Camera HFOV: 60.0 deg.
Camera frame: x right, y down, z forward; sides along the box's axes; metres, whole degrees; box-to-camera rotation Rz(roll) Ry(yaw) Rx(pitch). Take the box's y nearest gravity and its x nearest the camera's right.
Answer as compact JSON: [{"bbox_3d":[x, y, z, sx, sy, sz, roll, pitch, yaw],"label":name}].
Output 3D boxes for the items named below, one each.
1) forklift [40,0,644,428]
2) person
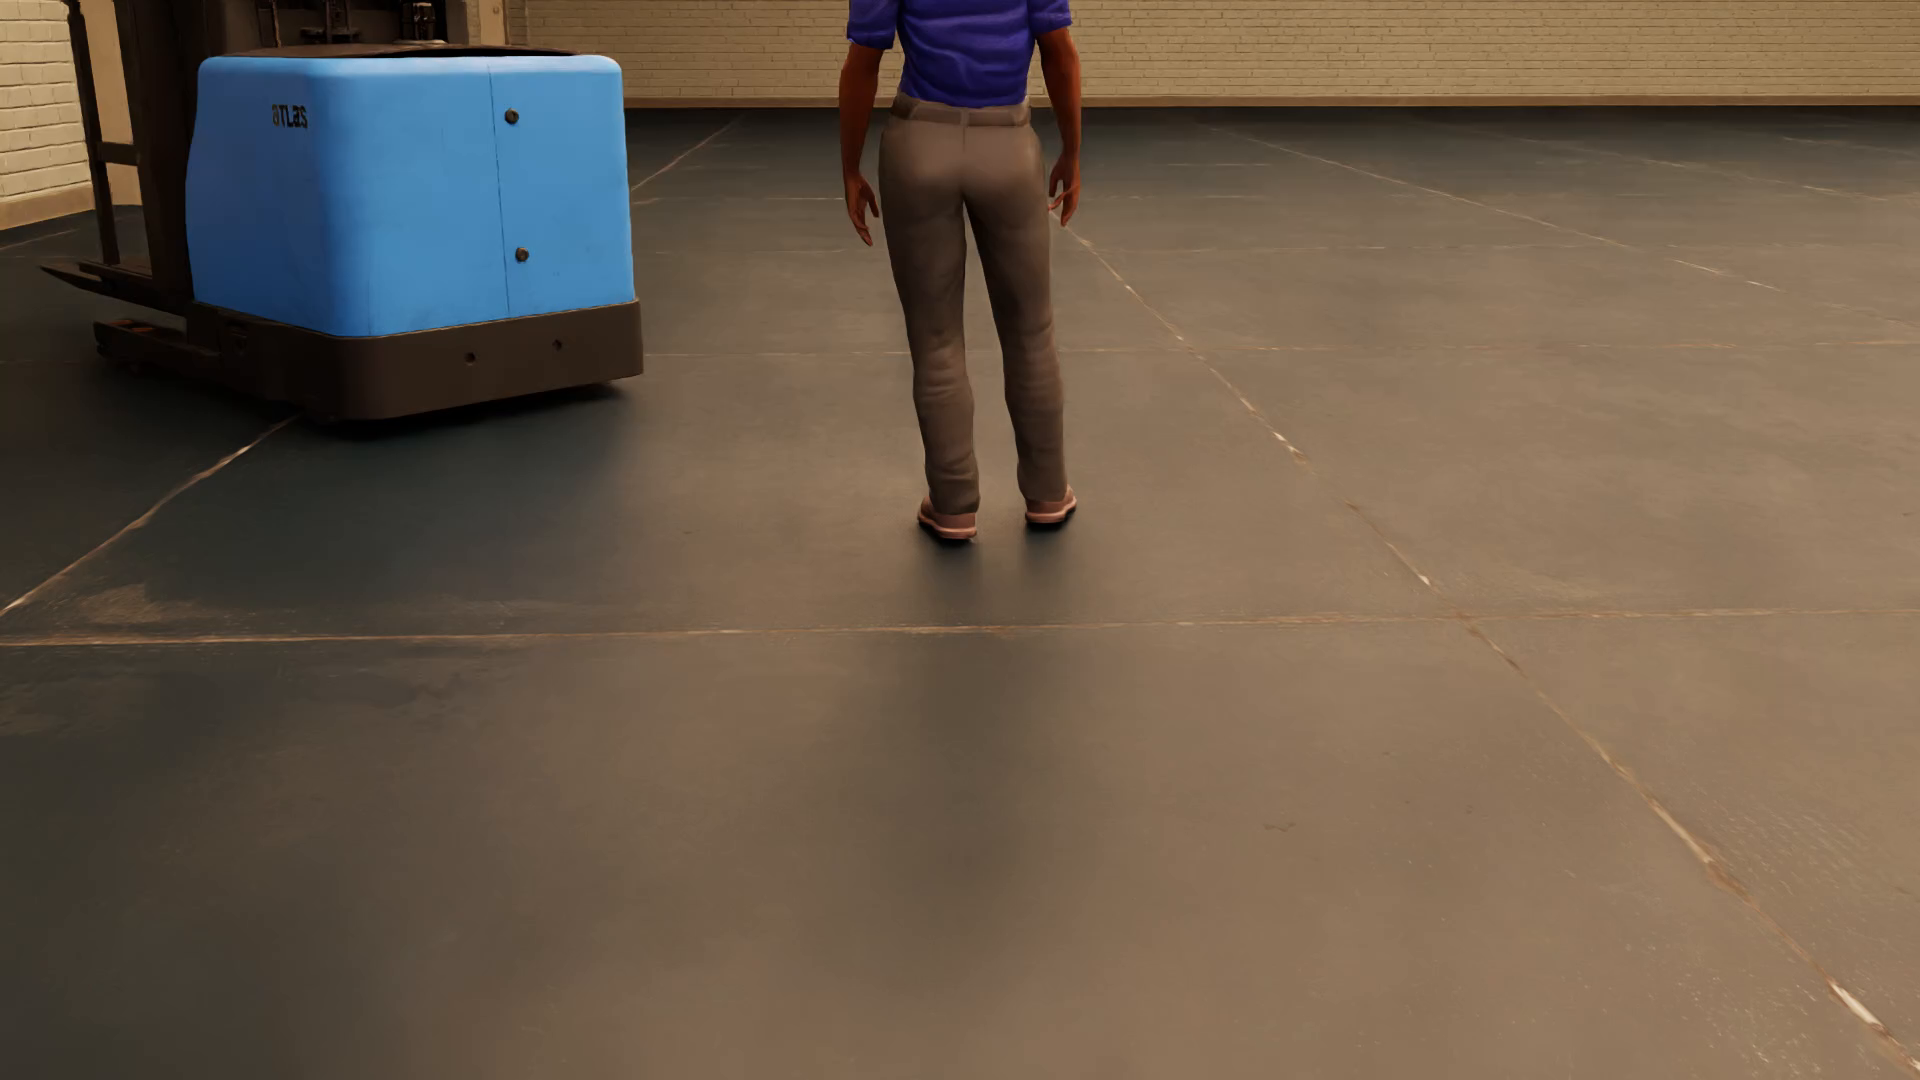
[{"bbox_3d":[-2.455,-2.080,5.707,3.031,2.935,1.130,16,23,41],"label":"forklift"},{"bbox_3d":[0.015,-0.824,3.759,0.569,1.654,0.504,-1,17,-3],"label":"person"}]
